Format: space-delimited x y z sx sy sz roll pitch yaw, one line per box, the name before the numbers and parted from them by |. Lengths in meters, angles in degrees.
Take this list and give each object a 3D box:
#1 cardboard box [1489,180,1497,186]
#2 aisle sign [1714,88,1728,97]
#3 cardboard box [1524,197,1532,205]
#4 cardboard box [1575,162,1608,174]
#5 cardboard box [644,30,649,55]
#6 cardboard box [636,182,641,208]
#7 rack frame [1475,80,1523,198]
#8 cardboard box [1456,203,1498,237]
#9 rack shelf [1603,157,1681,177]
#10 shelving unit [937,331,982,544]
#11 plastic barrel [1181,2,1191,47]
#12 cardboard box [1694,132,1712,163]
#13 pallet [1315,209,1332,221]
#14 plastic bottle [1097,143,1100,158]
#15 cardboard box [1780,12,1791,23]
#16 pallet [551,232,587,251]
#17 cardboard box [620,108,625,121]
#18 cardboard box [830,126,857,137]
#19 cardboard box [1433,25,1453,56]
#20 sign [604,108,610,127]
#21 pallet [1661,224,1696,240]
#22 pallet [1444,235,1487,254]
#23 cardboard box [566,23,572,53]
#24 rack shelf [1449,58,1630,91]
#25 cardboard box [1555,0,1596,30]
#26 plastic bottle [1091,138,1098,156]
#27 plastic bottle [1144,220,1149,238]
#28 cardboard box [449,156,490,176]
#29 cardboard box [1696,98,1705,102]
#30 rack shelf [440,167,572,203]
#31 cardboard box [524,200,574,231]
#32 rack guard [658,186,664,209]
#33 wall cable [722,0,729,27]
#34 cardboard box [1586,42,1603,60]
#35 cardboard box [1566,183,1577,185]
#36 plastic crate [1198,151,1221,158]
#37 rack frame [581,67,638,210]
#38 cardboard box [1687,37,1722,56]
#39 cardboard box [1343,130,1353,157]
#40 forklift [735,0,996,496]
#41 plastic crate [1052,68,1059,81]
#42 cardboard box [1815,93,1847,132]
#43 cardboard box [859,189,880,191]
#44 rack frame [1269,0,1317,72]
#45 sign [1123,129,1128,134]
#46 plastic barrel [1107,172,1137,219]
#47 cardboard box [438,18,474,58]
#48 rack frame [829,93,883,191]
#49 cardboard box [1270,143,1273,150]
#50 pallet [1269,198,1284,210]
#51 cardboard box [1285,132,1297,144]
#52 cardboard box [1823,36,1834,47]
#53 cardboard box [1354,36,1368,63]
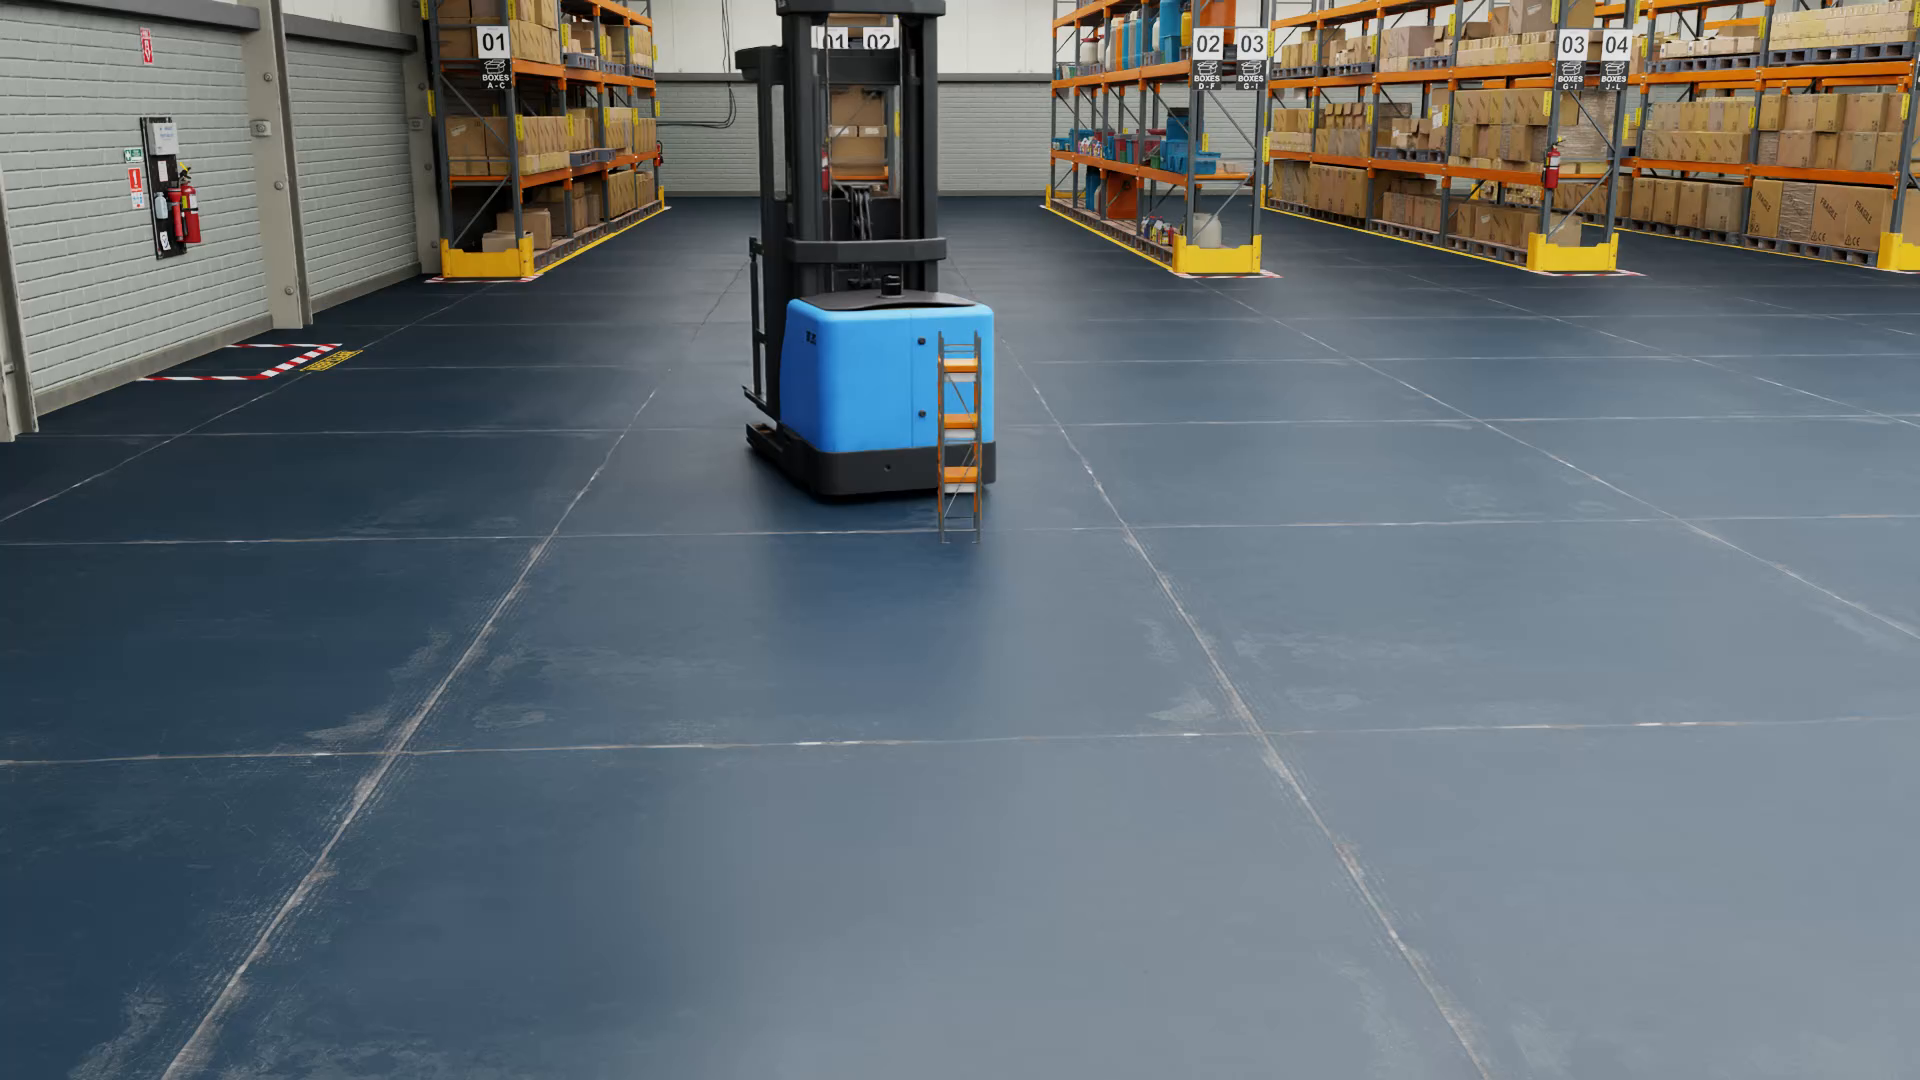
cardboard box | 12.200 -8.080 37.594 0.380 0.149 0.250 -1 14 -4
aisle sign | 17.721 -10.619 38.561 0.394 0.787 0.004 -1 14 -3
cardboard box | 12.352 -7.287 35.705 0.380 0.149 0.250 -1 14 -5
cardboard box | 8.737 -5.158 23.058 0.380 0.149 0.250 -1 14 -3
cardboard box | -6.968 -10.648 35.622 0.500 0.500 0.500 0 14 -2
cardboard box | -7.002 -7.140 34.433 0.700 0.500 0.500 -1 14 -3
rack frame | 12.482 -9.236 38.402 1.000 3.000 0.127 -1 14 -3
cardboard box | 8.254 -5.093 26.473 0.500 0.500 0.500 -1 14 -5
rack shelf | 12.854 -7.395 32.692 1.077 0.370 4.000 -1 14 -3
shelving unit | -0.003 -0.522 8.447 0.215 1.050 0.252 -1 14 -3
plastic barrel | 3.376 -7.157 23.084 0.600 0.588 0.600 0 14 0
cardboard box | 12.864 -6.677 28.256 0.500 0.500 0.500 -1 14 -3
pallet | 7.896 -6.648 33.942 1.003 0.211 1.213 -1 14 -3
plastic bottle | 2.612 -7.285 31.078 0.097 0.271 0.097 0 14 0
cardboard box | 12.926 -8.061 25.677 0.380 0.149 0.250 -1 14 -4
pallet | -6.612 -4.814 26.812 1.003 0.211 1.213 -1 14 -3
cardboard box | -6.720 -8.159 31.875 0.500 0.250 0.500 -1 14 -2
cardboard box | -1.585 -5.508 22.411 0.380 0.149 0.250 -1 14 -4
cardboard box | 8.279 -8.259 27.535 0.797 0.503 0.637 0 14 -1
sign | -6.269 -7.498 29.485 0.100 0.325 0.005 -1 14 -3
pallet | 13.024 -5.396 29.074 1.003 0.211 1.213 -1 14 -3
pallet | 8.346 -4.683 26.304 1.003 0.211 1.213 -1 14 -3
cardboard box | -6.593 -8.119 26.998 0.500 0.500 0.500 -1 14 -5
rack shelf | 8.393 -6.807 24.386 1.077 0.370 4.000 -1 14 -3
cardboard box | 8.694 -7.466 23.702 0.500 0.500 0.500 -1 14 -4
plastic bottle | 2.588 -7.513 31.805 0.144 0.351 0.185 -1 14 -3
plastic bottle | 2.955 -4.851 25.945 0.152 0.276 0.135 0 14 -1
cardboard box | -6.537 -5.026 22.302 0.500 0.250 0.500 -1 14 -3
cardboard box | 17.162 -10.092 38.219 0.380 0.149 0.250 -1 14 -2
rack shelf | -6.439 -5.125 23.868 1.077 0.370 4.000 -1 14 -3
cardboard box | -6.707 -5.284 27.175 0.700 0.500 0.500 -1 14 -5
rack guard | -7.307 -7.750 37.646 1.175 0.500 0.348 -1 14 -3
wall cable | -4.600 -14.256 41.972 3.097 2.526 0.112 -1 14 -3
cardboard box | 8.745 -6.709 22.863 0.500 0.250 0.500 0 14 -2
cardboard box | 12.548 -7.277 33.457 0.500 0.250 0.500 0 14 -2
plastic crate | 3.665 -5.780 25.271 0.499 0.251 0.616 -1 14 -3
rack frame | -7.058 -7.960 33.444 1.000 3.000 0.127 -1 14 -3
cardboard box | 12.866 -8.472 28.549 0.500 0.311 0.500 -1 14 -4
cardboard box | 7.683 -7.615 31.903 0.500 0.500 0.500 -1 14 -5
forklift | -0.751 -1.989 10.374 1.130 2.935 3.031 -5 15 -18
plastic crate | 2.328 -10.397 37.159 0.497 0.269 0.590 -1 14 -3
cardboard box | 13.301 -6.352 24.725 0.875 0.550 0.500 -1 14 -3
cardboard box | -1.647 -6.293 31.098 0.500 0.500 0.500 -1 14 -5
rack frame | 7.525 -12.090 37.455 1.000 3.000 0.127 -1 14 -3
sign | 3.379 -8.255 34.036 0.100 0.325 0.005 -1 14 -3
plastic barrel | 3.030 -6.392 30.862 0.600 0.830 0.708 -1 14 -3
cardboard box | -6.593 -6.586 21.845 0.500 0.500 0.500 0 14 1
rack frame | -1.866 -7.043 29.879 1.000 3.000 0.127 -1 14 -3
cardboard box | 7.235 -8.906 37.623 0.380 0.149 0.250 -1 14 -4
pallet | 7.653 -7.636 37.782 1.003 0.211 1.213 -1 14 -3
cardboard box | 7.390 -8.748 36.212 0.500 0.250 0.500 -1 14 -5
cardboard box | 13.003 -7.360 24.553 0.380 0.149 0.250 -1 14 -3
cardboard box | 7.770 -9.263 31.445 0.500 0.500 0.500 0 14 0
